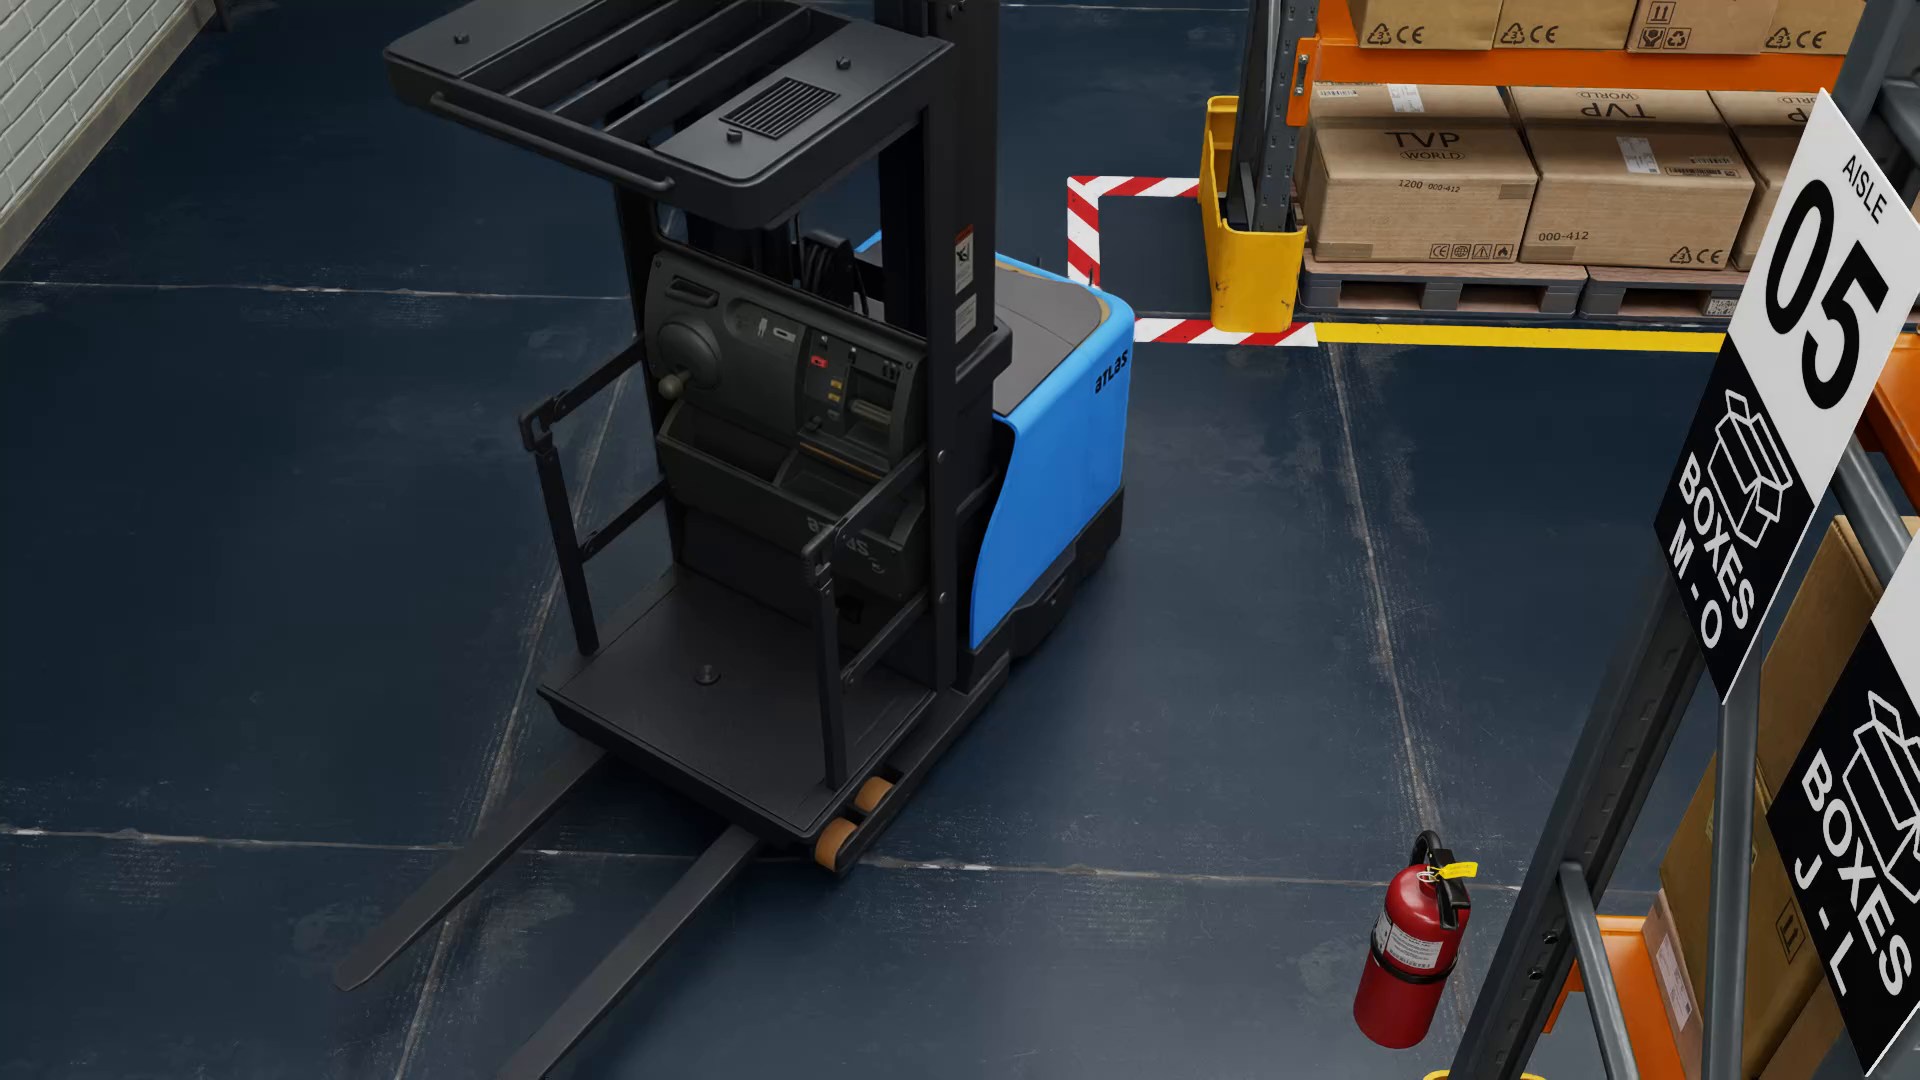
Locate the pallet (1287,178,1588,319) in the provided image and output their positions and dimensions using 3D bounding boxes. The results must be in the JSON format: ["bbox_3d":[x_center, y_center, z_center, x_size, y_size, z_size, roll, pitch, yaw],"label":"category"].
[{"bbox_3d":[2.121,-1.403,7.602,1.213,0.211,1.003,2,43,2],"label":"pallet"}]

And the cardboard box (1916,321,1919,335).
[{"bbox_3d":[1.663,-0.230,2.206,0.500,0.250,0.500,1,43,1],"label":"cardboard box"}]

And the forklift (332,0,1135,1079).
[{"bbox_3d":[-0.632,-0.420,4.550,1.130,2.935,3.031,24,48,24],"label":"forklift"}]

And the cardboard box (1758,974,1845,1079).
[{"bbox_3d":[1.633,1.035,2.646,0.500,0.500,0.500,4,43,4],"label":"cardboard box"}]

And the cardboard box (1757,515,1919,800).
[{"bbox_3d":[1.665,0.312,2.689,0.500,0.500,0.500,1,43,1],"label":"cardboard box"}]

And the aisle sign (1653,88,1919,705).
[{"bbox_3d":[1.137,-0.179,2.334,0.004,0.787,0.394,2,43,2],"label":"aisle sign"}]

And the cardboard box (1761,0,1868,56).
[{"bbox_3d":[3.300,-2.193,6.330,0.500,0.500,0.500,3,43,3],"label":"cardboard box"}]

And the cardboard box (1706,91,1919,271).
[{"bbox_3d":[3.798,-1.608,7.347,0.875,0.438,0.875,1,43,1],"label":"cardboard box"}]

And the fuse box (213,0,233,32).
[{"bbox_3d":[-4.075,-3.507,8.759,0.414,1.711,0.539,2,43,2],"label":"fuse box"}]

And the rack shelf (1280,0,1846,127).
[{"bbox_3d":[3.317,-2.070,6.799,4.000,0.370,1.077,2,43,2],"label":"rack shelf"}]

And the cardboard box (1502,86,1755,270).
[{"bbox_3d":[2.897,-1.636,7.378,0.875,0.438,0.875,3,43,3],"label":"cardboard box"}]

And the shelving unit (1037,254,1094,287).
[{"bbox_3d":[0.336,-0.607,6.241,0.210,0.900,0.258,17,46,18],"label":"shelving unit"}]

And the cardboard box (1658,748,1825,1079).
[{"bbox_3d":[1.657,0.672,3.036,0.500,0.500,0.500,3,43,3],"label":"cardboard box"}]

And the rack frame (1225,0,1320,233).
[{"bbox_3d":[1.319,-2.395,6.620,0.127,3.000,1.000,2,43,2],"label":"rack frame"}]

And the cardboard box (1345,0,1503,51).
[{"bbox_3d":[1.785,-2.221,6.360,0.500,0.500,0.500,1,43,2],"label":"cardboard box"}]

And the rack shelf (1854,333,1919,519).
[{"bbox_3d":[3.195,0.206,2.155,4.000,0.370,1.077,2,43,2],"label":"rack shelf"}]

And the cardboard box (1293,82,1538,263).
[{"bbox_3d":[1.982,-1.659,7.402,0.875,0.438,0.875,0,43,0],"label":"cardboard box"}]

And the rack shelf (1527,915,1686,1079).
[{"bbox_3d":[3.195,1.304,3.178,4.000,0.370,1.077,2,43,2],"label":"rack shelf"}]

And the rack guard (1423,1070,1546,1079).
[{"bbox_3d":[1.273,1.896,3.848,0.348,0.500,1.175,2,43,2],"label":"rack guard"}]

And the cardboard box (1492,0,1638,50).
[{"bbox_3d":[2.292,-2.225,6.364,0.500,0.500,0.500,1,43,1],"label":"cardboard box"}]

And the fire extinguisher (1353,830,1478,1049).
[{"bbox_3d":[0.966,0.822,3.498,0.183,0.674,0.296,2,43,2],"label":"fire extinguisher"}]

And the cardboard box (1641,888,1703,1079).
[{"bbox_3d":[1.535,0.888,3.280,0.250,0.149,0.380,2,43,2],"label":"cardboard box"}]

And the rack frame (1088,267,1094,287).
[{"bbox_3d":[0.429,-0.578,6.210,0.006,0.900,0.240,17,46,18],"label":"rack frame"}]

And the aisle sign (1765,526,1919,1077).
[{"bbox_3d":[1.110,0.230,1.896,0.004,0.787,0.394,2,43,2],"label":"aisle sign"}]

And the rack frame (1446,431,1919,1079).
[{"bbox_3d":[1.197,0.979,2.999,0.127,3.000,1.000,2,43,2],"label":"rack frame"}]

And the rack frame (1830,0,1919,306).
[{"bbox_3d":[1.197,-1.216,0.954,0.127,3.000,1.000,2,43,2],"label":"rack frame"}]

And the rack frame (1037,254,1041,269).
[{"bbox_3d":[0.243,-0.635,6.272,0.006,0.900,0.240,17,46,18],"label":"rack frame"}]

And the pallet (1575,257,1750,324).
[{"bbox_3d":[3.336,-1.364,7.559,1.213,0.211,1.003,2,43,2],"label":"pallet"}]

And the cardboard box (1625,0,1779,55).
[{"bbox_3d":[2.799,-2.197,6.334,0.500,0.500,0.500,2,43,2],"label":"cardboard box"}]

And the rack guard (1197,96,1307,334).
[{"bbox_3d":[1.295,-1.481,7.473,0.348,0.500,1.175,2,43,2],"label":"rack guard"}]

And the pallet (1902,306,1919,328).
[{"bbox_3d":[4.558,-1.328,7.521,1.213,0.211,1.003,2,43,2],"label":"pallet"}]
